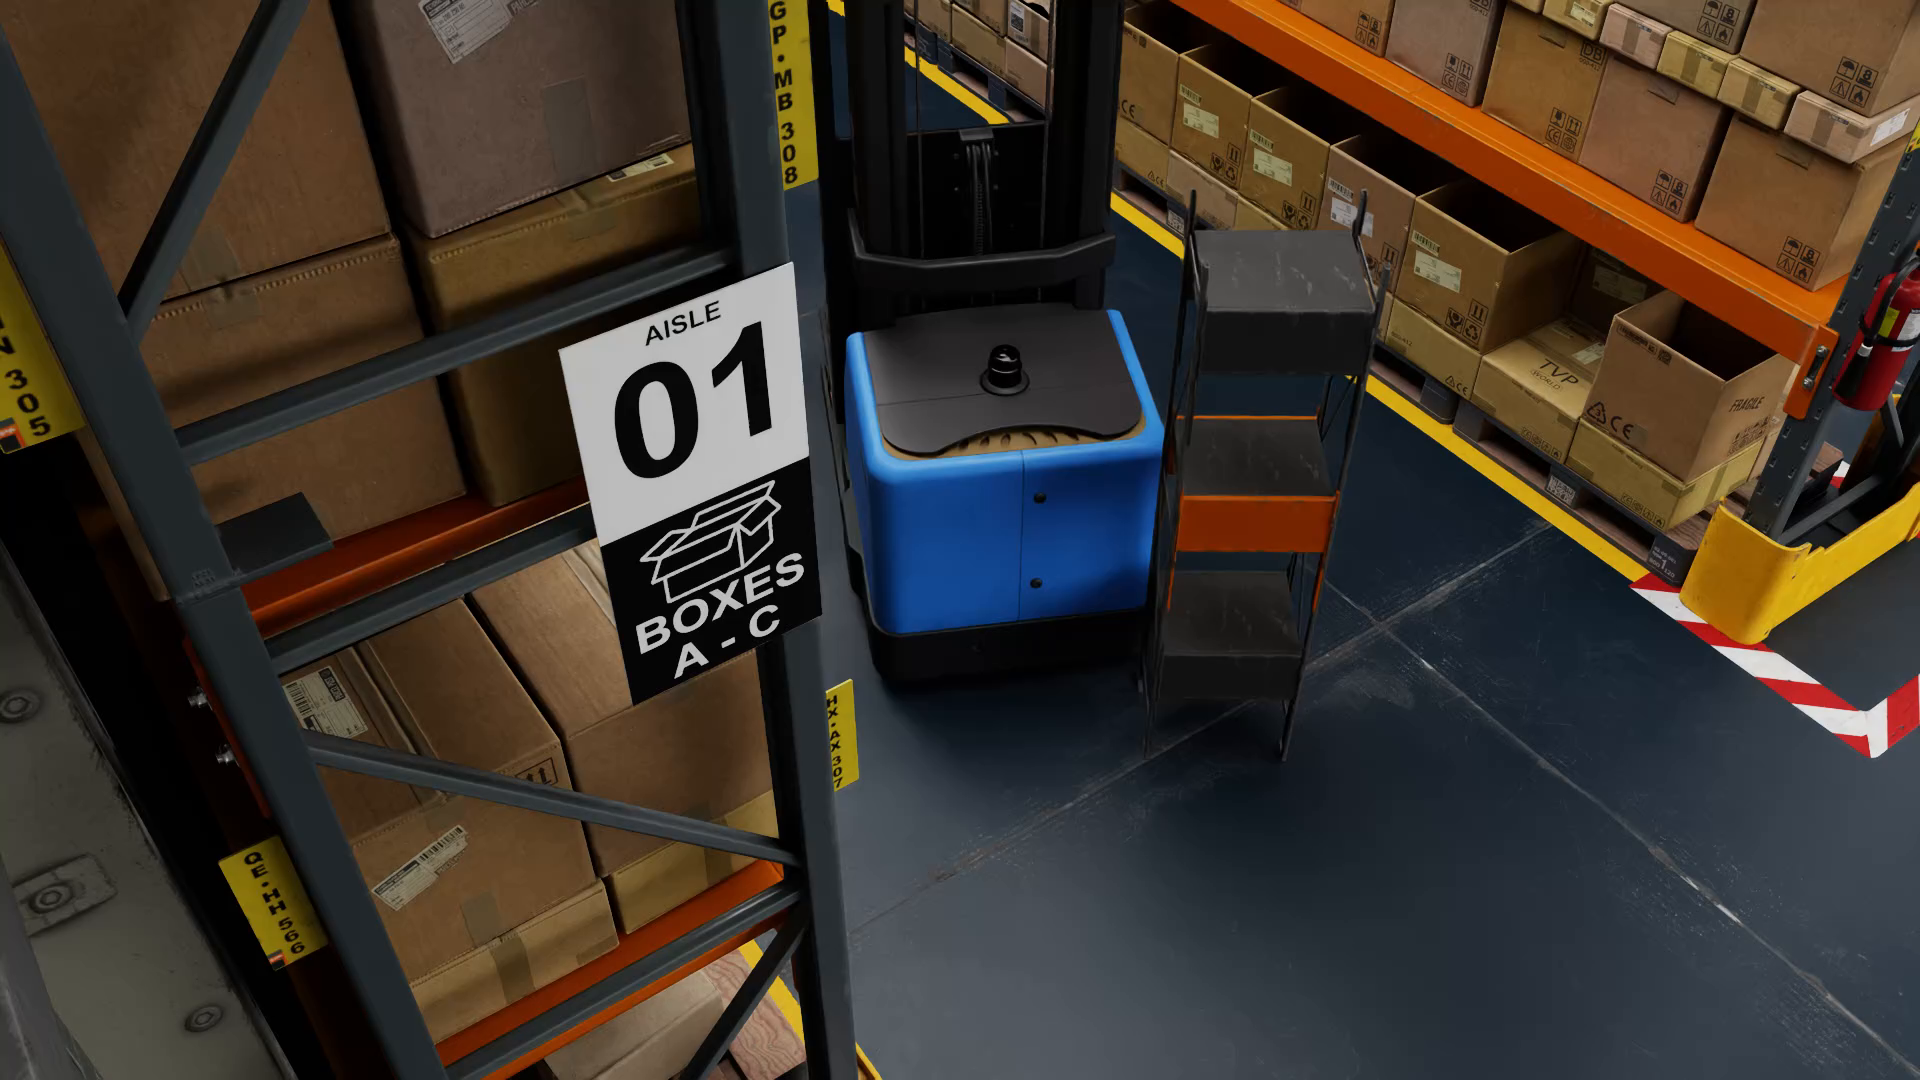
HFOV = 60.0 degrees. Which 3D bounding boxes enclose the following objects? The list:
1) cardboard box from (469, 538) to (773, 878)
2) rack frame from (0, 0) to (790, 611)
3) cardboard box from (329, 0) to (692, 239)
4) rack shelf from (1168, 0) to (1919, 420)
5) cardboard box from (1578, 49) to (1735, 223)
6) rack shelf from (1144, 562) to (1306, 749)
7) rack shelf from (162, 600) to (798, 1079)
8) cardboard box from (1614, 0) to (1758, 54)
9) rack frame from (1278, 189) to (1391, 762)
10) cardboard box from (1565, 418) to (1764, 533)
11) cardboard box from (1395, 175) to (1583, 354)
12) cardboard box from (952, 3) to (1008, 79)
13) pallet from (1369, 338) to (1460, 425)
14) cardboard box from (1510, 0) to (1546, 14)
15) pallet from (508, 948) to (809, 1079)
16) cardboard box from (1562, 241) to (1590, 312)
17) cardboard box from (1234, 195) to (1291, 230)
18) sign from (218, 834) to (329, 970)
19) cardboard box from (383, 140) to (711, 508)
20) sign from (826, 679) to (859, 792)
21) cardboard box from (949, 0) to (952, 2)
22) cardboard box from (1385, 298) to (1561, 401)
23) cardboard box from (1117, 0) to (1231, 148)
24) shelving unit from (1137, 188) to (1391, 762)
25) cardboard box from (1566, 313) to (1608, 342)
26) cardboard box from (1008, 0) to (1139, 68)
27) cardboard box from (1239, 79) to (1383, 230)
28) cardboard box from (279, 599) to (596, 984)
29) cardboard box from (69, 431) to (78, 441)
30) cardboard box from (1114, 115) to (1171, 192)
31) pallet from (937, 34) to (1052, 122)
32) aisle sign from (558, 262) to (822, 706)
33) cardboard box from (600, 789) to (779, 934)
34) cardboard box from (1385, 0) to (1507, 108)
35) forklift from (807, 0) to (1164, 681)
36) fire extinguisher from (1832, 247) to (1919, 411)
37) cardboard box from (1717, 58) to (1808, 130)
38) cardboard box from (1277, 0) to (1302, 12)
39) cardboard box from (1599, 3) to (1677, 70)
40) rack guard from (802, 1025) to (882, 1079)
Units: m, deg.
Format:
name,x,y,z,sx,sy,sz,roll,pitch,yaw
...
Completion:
name,x,y,z,sx,sy,sz,roll,pitch,yaw
cardboard box,-0.734,0.337,3.776,0.500,0.500,0.500,-26,49,-24
rack frame,-0.708,-1.219,1.511,1.000,3.000,0.127,-26,49,-24
cardboard box,-0.729,-0.854,2.489,0.500,0.500,0.500,-29,51,-27
rack shelf,2.209,-1.881,7.069,1.077,0.370,4.000,-26,49,-24
cardboard box,2.792,-1.610,6.191,0.700,0.500,0.500,-24,49,-23
rack shelf,0.911,0.407,5.837,0.480,0.518,0.431,0,44,0
rack shelf,-1.852,0.078,5.017,1.077,0.370,4.000,-26,49,-24
cardboard box,2.761,-2.109,5.775,0.700,0.500,0.500,-27,50,-25
rack frame,1.155,-0.107,5.342,0.015,2.100,0.400,0,44,0
cardboard box,2.804,-0.353,6.634,0.500,0.250,0.500,-26,49,-24
cardboard box,2.218,-1.184,6.962,0.500,0.500,0.500,-26,49,-24
cardboard box,0.302,-2.839,9.238,0.500,0.250,0.500,-26,50,-25
pallet,2.187,-1.107,7.756,1.003,0.211,1.213,-26,49,-24
cardboard box,2.236,-2.153,6.291,0.380,0.149,0.250,-24,49,-23
pallet,-1.187,1.442,5.087,1.003,0.211,1.213,-26,49,-24
cardboard box,2.645,-1.389,7.177,0.500,0.500,0.500,-26,49,-24
cardboard box,1.645,-1.478,7.814,0.500,0.250,0.500,-26,49,-24
sign,-1.175,0.625,2.855,0.100,0.325,0.005,-26,49,-24
cardboard box,-0.694,-0.466,2.807,0.500,0.500,0.500,-24,49,-23
sign,-0.263,0.423,3.508,0.100,0.325,0.005,-26,49,-24
cardboard box,0.012,-3.326,9.343,0.500,0.311,0.500,-26,49,-25
cardboard box,2.221,-0.914,7.222,0.500,0.250,0.500,-26,49,-24
cardboard box,1.073,-2.316,8.148,0.500,0.500,0.500,-26,49,-24
shelving unit,0.911,-0.109,5.344,0.503,2.100,0.431,0,44,0
cardboard box,2.940,-0.839,7.144,0.500,0.250,0.500,-26,49,-24
cardboard box,0.598,-2.750,8.740,0.500,0.311,0.500,-26,49,-24
cardboard box,1.645,-1.750,7.555,0.500,0.500,0.500,-26,49,-24
cardboard box,-1.152,0.543,3.560,0.500,0.500,0.500,-26,50,-25
cardboard box,-1.454,-0.584,2.930,0.500,0.500,0.500,-26,49,-24
cardboard box,1.081,-2.049,8.411,0.500,0.250,0.500,-26,49,-24
pallet,0.611,-2.667,9.391,1.003,0.211,1.213,-26,49,-24
aisle sign,-0.421,-0.068,2.766,0.394,0.787,0.004,-26,49,-24
cardboard box,-0.727,0.596,4.048,0.500,0.250,0.500,-27,50,-26
cardboard box,2.209,-2.190,6.799,0.700,0.500,0.500,-24,49,-23
forklift,-0.015,-1.568,6.270,1.130,2.935,3.031,-6,44,-6
fire extinguisher,3.040,-0.730,5.398,0.296,0.674,0.183,-26,49,-24
cardboard box,2.827,-1.568,5.678,0.380,0.149,0.250,-25,49,-23
cardboard box,1.631,-2.765,7.402,0.700,0.500,0.500,-26,50,-25
cardboard box,2.539,-1.856,5.980,0.380,0.149,0.250,-25,49,-24
rack guard,-0.751,1.812,4.490,1.175,0.500,0.348,-26,49,-24
